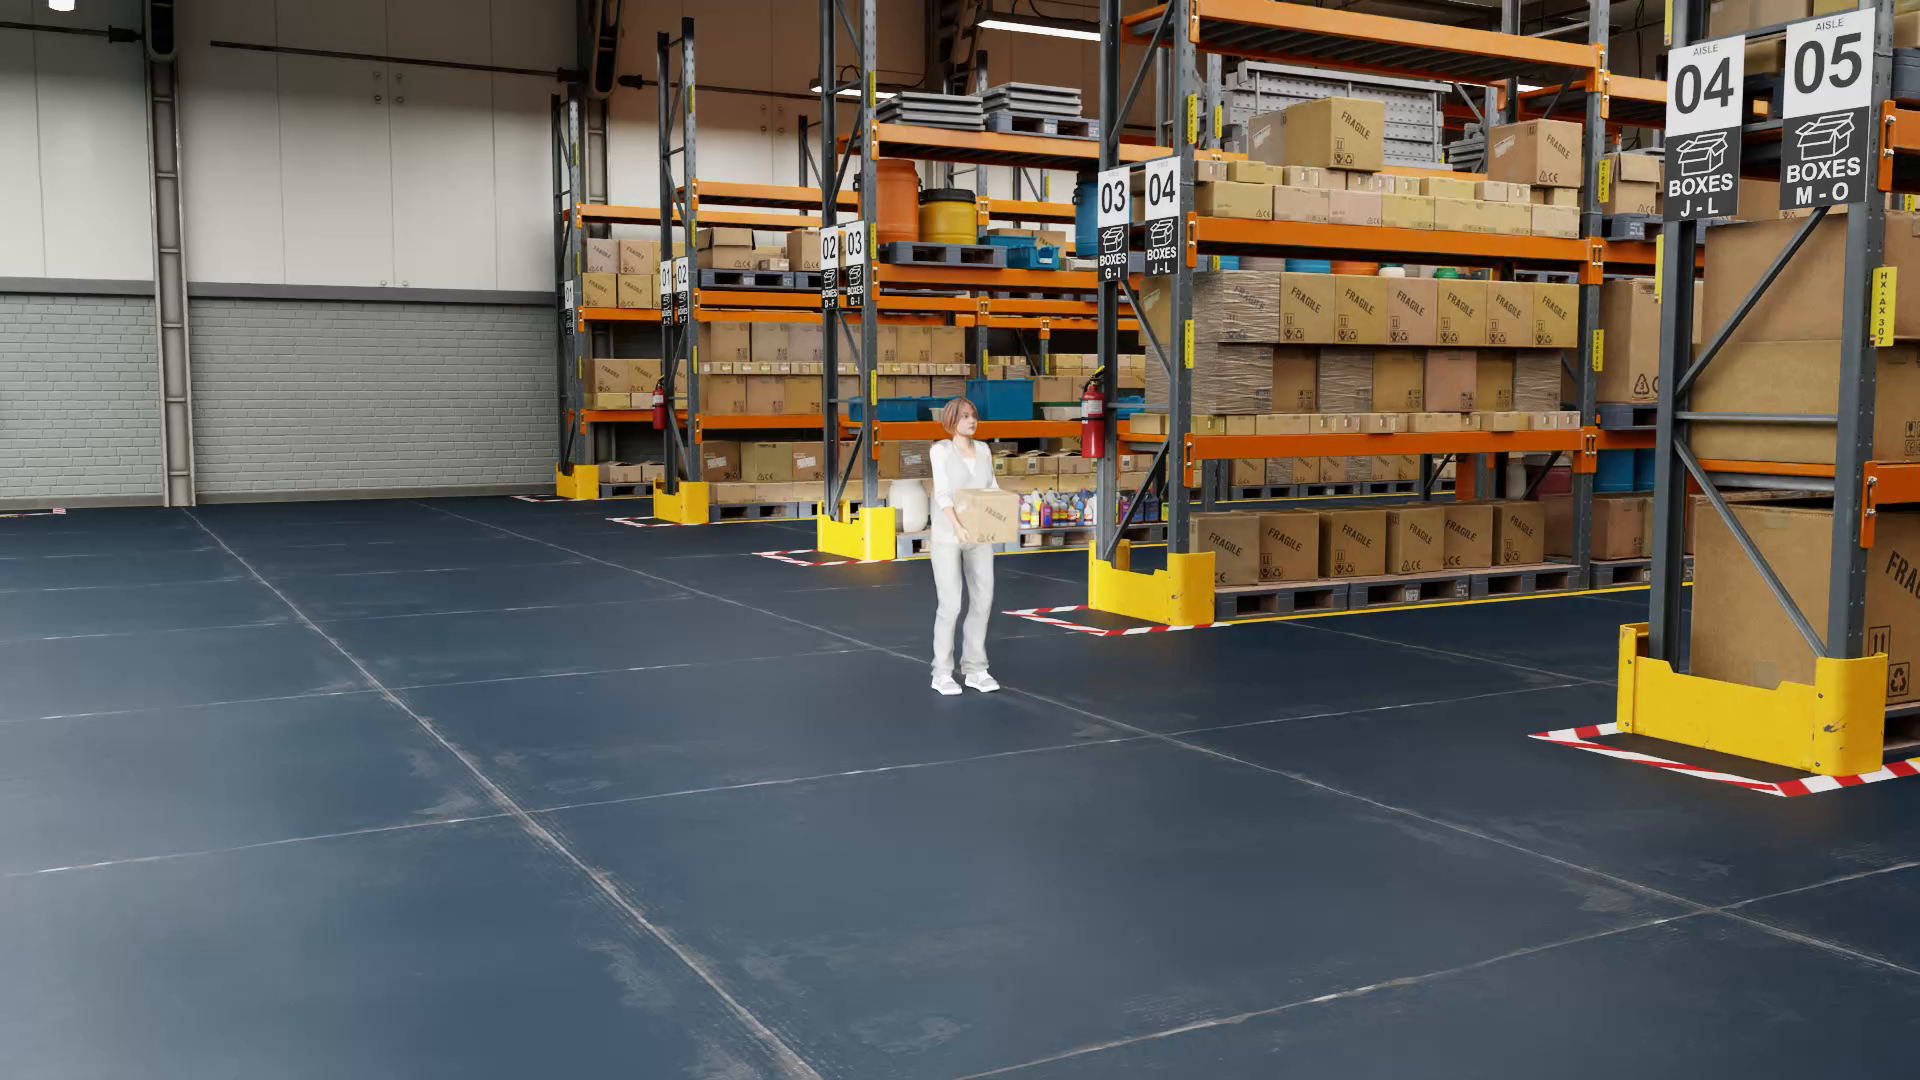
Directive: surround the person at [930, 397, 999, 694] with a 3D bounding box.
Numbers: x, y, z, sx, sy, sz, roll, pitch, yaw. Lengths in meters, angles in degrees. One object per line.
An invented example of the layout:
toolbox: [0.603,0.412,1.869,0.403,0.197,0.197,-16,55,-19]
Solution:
person: [0.056,0.031,8.904,0.406,1.588,0.495,-3,6,-28]
